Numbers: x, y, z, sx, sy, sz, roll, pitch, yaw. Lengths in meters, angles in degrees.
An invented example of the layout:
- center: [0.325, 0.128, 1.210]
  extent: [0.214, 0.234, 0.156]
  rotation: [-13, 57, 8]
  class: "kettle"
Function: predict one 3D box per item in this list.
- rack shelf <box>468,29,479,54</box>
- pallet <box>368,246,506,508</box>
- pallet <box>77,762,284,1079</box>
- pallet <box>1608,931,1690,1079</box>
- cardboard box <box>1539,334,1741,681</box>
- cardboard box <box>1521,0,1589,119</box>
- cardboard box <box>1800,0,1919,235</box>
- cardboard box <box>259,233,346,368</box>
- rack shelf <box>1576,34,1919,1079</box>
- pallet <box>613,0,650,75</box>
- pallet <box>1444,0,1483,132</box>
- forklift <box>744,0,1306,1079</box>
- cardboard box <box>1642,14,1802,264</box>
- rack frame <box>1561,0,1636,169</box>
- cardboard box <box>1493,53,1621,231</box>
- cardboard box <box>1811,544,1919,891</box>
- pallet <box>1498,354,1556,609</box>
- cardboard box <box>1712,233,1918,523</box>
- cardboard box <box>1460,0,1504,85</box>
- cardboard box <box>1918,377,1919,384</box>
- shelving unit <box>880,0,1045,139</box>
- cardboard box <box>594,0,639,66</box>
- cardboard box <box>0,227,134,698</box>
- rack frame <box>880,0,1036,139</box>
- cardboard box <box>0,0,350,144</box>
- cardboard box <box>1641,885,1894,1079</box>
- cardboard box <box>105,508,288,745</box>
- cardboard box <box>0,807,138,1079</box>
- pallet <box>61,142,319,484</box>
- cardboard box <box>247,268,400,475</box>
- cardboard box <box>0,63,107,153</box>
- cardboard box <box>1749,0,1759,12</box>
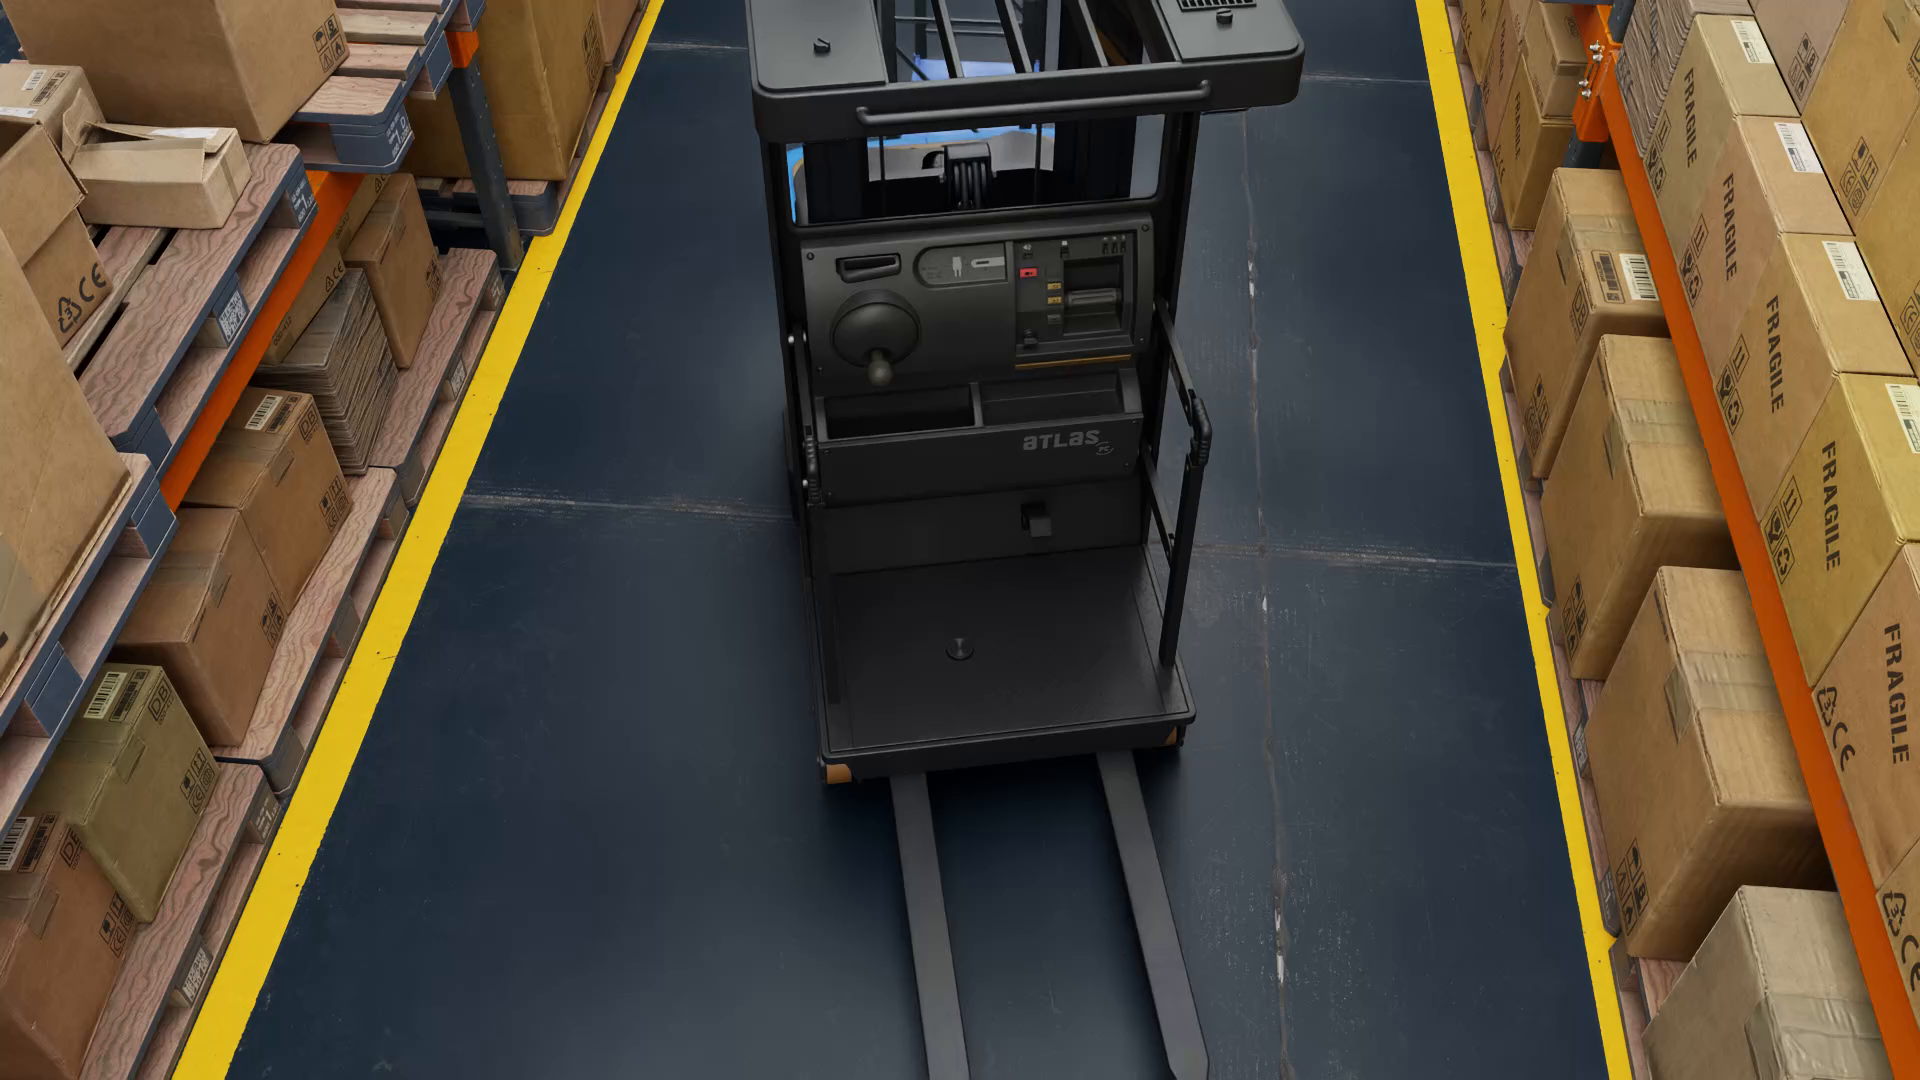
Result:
- center: [-2.105, -3.397, 7.311]
  extent: [1.077, 0.370, 4.000]
  rotation: [4, 48, 4]
  class: "rack shelf"
- center: [-2.360, -0.655, 6.206]
  extent: [1.003, 0.211, 1.213]
  rotation: [4, 48, 4]
  class: "pallet"
- center: [-2.582, 1.138, 4.566]
  extent: [1.003, 0.211, 1.213]
  rotation: [4, 48, 4]
  class: "pallet"
- center: [2.274, 1.546, 4.193]
  extent: [1.003, 0.211, 1.213]
  rotation: [4, 48, 4]
  class: "pallet"
- center: [2.422, -0.060, 5.012]
  extent: [1.050, 0.750, 0.750]
  rotation: [5, 48, 4]
  class: "cardboard box"
- center: [2.444, -1.833, 6.295]
  extent: [0.500, 0.250, 0.500]
  rotation: [3, 48, 3]
  class: "cardboard box"
- center: [2.503, -1.055, 3.937]
  extent: [0.700, 0.500, 0.500]
  rotation: [3, 48, 3]
  class: "cardboard box"
- center: [-2.357, -0.843, 5.376]
  extent: [0.500, 0.250, 0.500]
  rotation: [9, 48, 8]
  class: "cardboard box"
- center: [2.461, -0.050, 4.250]
  extent: [1.077, 0.370, 4.000]
  rotation: [4, 48, 4]
  class: "rack shelf"
- center: [-2.027, -2.697, 8.074]
  extent: [1.003, 0.211, 1.213]
  rotation: [4, 48, 4]
  class: "pallet"
- center: [2.829, -2.289, 7.701]
  extent: [1.003, 0.211, 1.213]
  rotation: [4, 48, 4]
  class: "pallet"
- center: [0.085, -0.533, 4.251]
  extent: [1.130, 2.935, 3.031]
  rotation: [-6, 48, -5]
  class: "forklift"
- center: [2.290, -1.110, 4.665]
  extent: [0.500, 0.500, 0.500]
  rotation: [3, 48, 3]
  class: "cardboard box"
- center: [2.643, -1.762, 5.329]
  extent: [1.000, 3.000, 0.127]
  rotation: [4, 48, 4]
  class: "rack frame"
- center: [2.443, -1.561, 6.555]
  extent: [0.500, 0.500, 0.500]
  rotation: [4, 48, 3]
  class: "cardboard box"
- center: [2.106, 0.371, 3.310]
  extent: [0.500, 0.500, 0.500]
  rotation: [3, 48, 3]
  class: "cardboard box"
- center: [2.496, -0.247, 5.833]
  extent: [1.003, 0.211, 1.213]
  rotation: [4, 48, 4]
  class: "pallet"
- center: [2.196, -0.374, 3.991]
  extent: [0.500, 0.500, 0.500]
  rotation: [3, 48, 3]
  class: "cardboard box"
- center: [2.526, -2.332, 7.260]
  extent: [0.500, 0.500, 0.500]
  rotation: [2, 48, 2]
  class: "cardboard box"
- center: [2.409, -0.309, 3.254]
  extent: [0.700, 0.500, 0.500]
  rotation: [4, 48, 4]
  class: "cardboard box"
- center: [0.033, -1.623, 6.218]
  extent: [0.538, 1.500, 1.048]
  rotation: [3, 48, 3]
  class: "shelving unit"
- center: [-2.115, -2.755, 7.392]
  extent: [1.225, 0.875, 0.875]
  rotation: [4, 48, 4]
  class: "cardboard box"
- center: [-2.440, -0.149, 3.162]
  extent: [1.000, 1.000, 1.000]
  rotation: [4, 48, 4]
  class: "cardboard box"
- center: [-0.006, -1.249, 5.876]
  extent: [0.500, 1.500, 0.032]
  rotation: [3, 48, 3]
  class: "rack frame"
- center: [-2.248, -1.529, 4.763]
  extent: [0.700, 0.500, 0.500]
  rotation: [10, 48, 9]
  class: "cardboard box"
- center: [2.245, 1.333, 3.738]
  extent: [1.050, 0.750, 0.750]
  rotation: [4, 48, 3]
  class: "cardboard box"
- center: [-2.462, 0.254, 4.880]
  extent: [0.700, 0.500, 0.500]
  rotation: [0, 48, 0]
  class: "cardboard box"
- center: [-2.574, 1.015, 4.185]
  extent: [0.700, 0.500, 0.500]
  rotation: [1, 48, 1]
  class: "cardboard box"
- center: [-2.427, -0.648, 4.440]
  extent: [1.003, 0.211, 1.213]
  rotation: [4, 48, 4]
  class: "pallet"
- center: [-2.366, -0.573, 5.637]
  extent: [0.700, 0.500, 0.500]
  rotation: [0, 48, 0]
  class: "cardboard box"
- center: [-2.669, -1.045, 4.490]
  extent: [0.500, 0.250, 0.500]
  rotation: [3, 48, 2]
  class: "cardboard box"
- center: [2.592, -1.804, 4.622]
  extent: [0.700, 0.500, 0.500]
  rotation: [4, 48, 3]
  class: "cardboard box"
